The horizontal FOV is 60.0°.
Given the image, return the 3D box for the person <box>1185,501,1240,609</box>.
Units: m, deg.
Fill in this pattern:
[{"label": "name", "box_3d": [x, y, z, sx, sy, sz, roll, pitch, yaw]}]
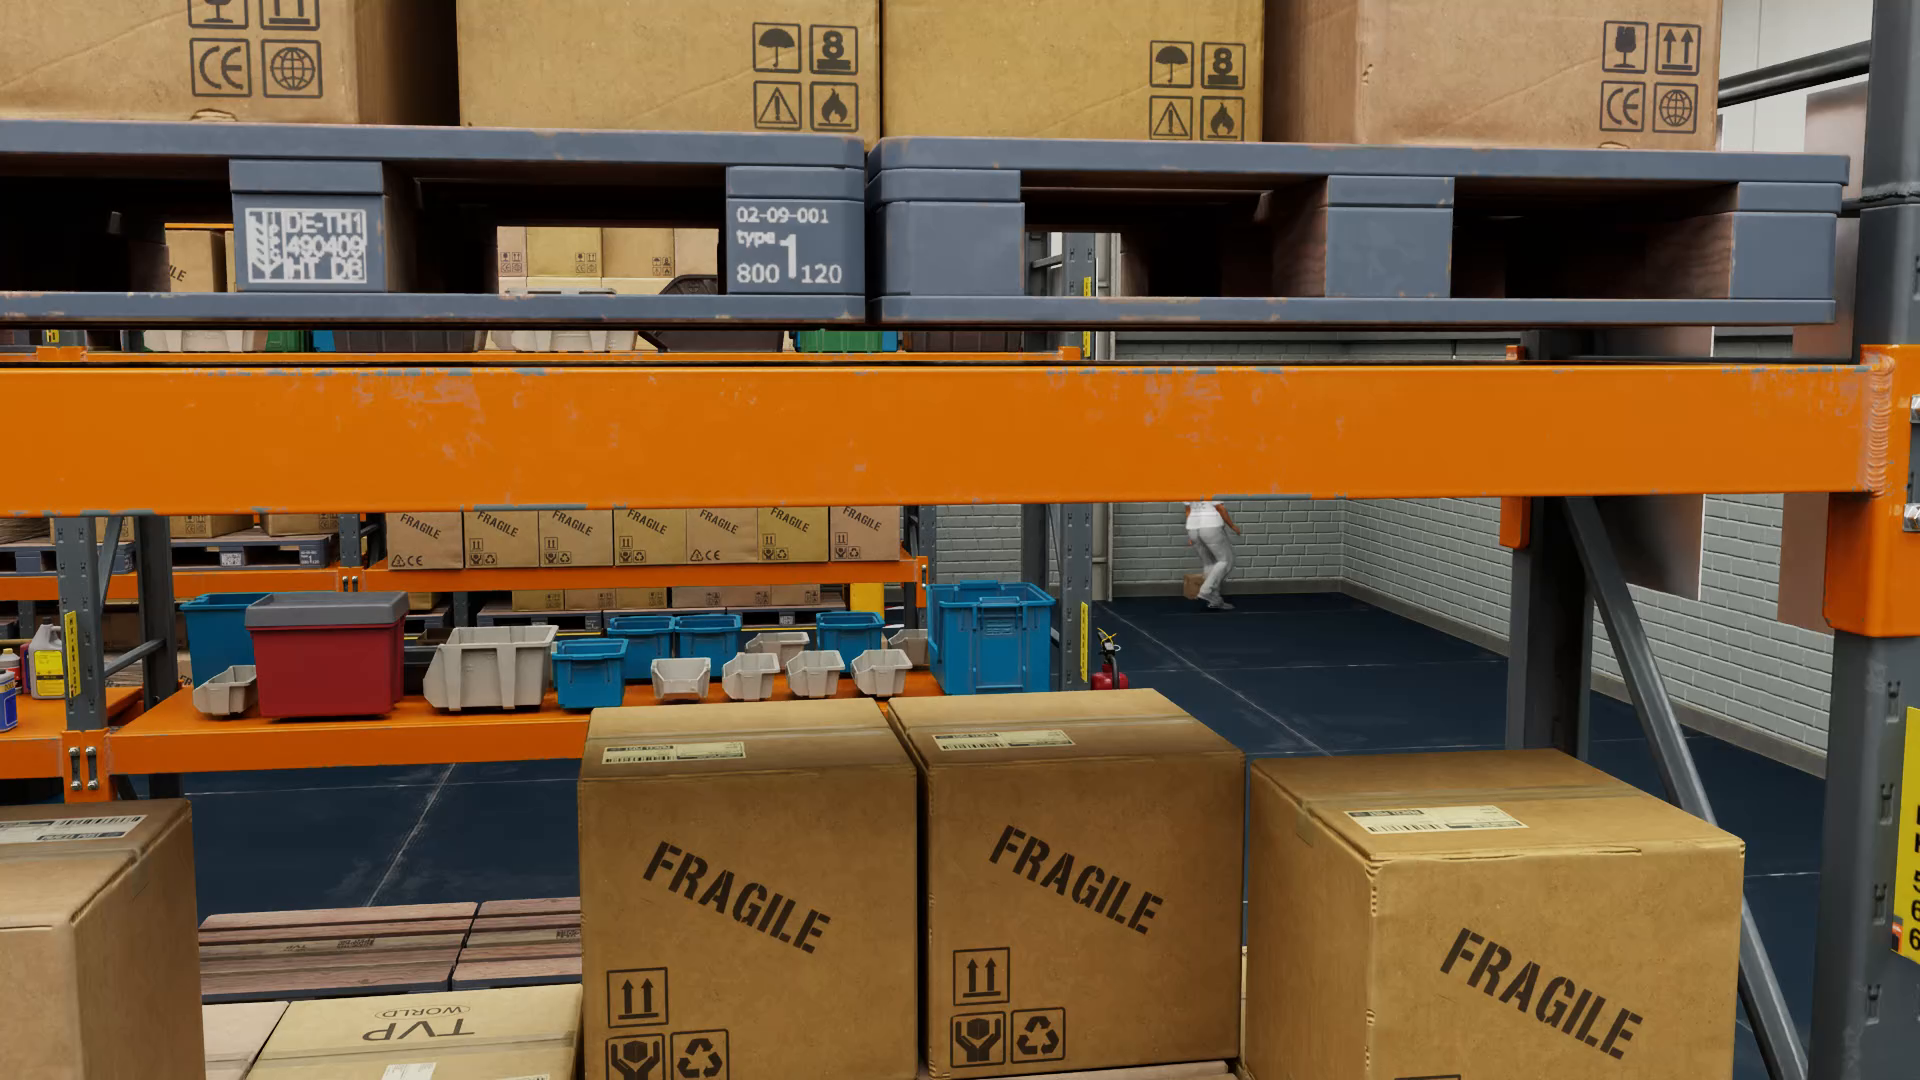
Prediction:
[{"label": "person", "box_3d": [2.696, -0.075, 17.988, 0.551, 1.664, 0.552, -4, 8, -29]}]
